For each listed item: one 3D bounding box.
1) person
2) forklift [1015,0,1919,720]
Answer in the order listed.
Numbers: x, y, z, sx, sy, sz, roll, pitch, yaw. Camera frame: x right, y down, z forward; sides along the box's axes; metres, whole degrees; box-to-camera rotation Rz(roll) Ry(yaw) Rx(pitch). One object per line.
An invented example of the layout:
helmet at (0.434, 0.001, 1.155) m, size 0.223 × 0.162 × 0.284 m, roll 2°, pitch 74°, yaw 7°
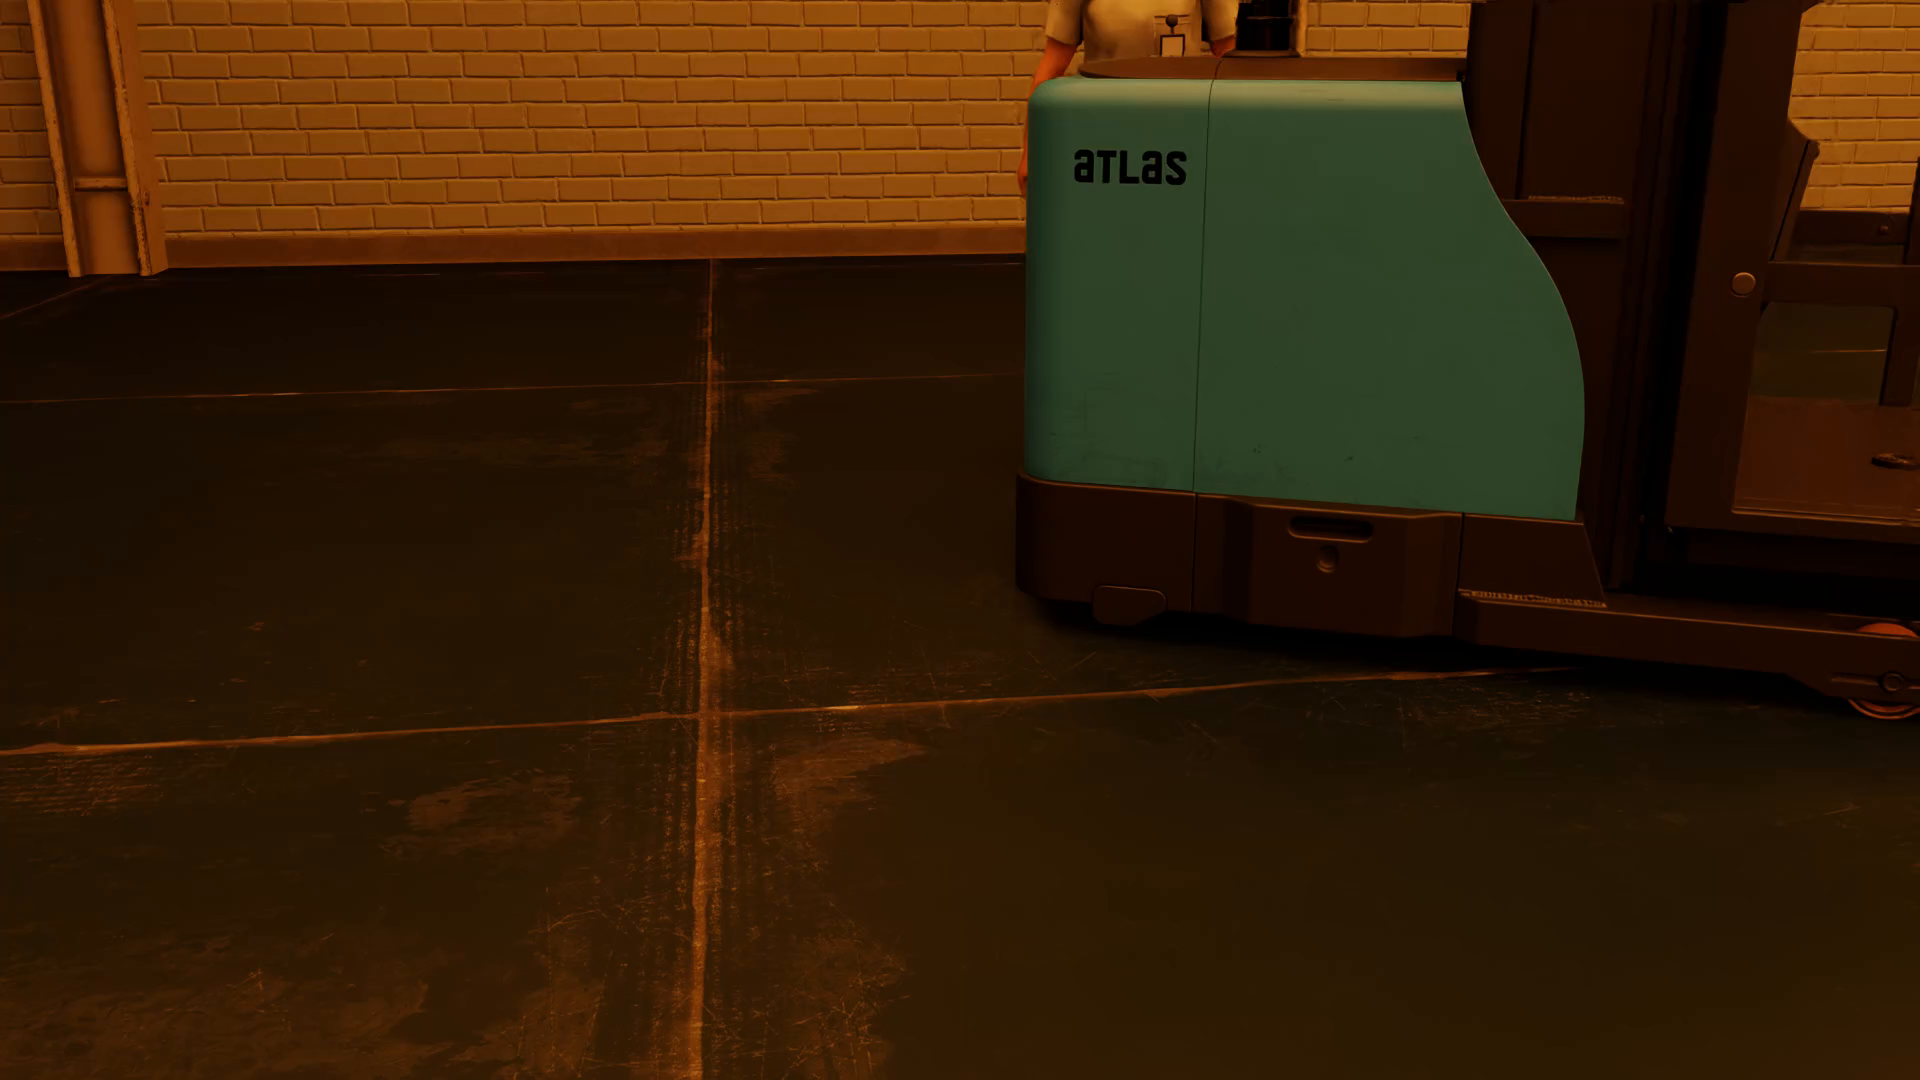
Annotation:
person at (0.532, -1.015, 4.493) m, size 0.759 × 1.648 × 0.365 m, roll 1°, pitch 17°, yaw 4°
forklift at (1.689, -1.243, 3.010) m, size 3.031 × 2.935 × 1.130 m, roll 5°, pitch 17°, yaw 16°
